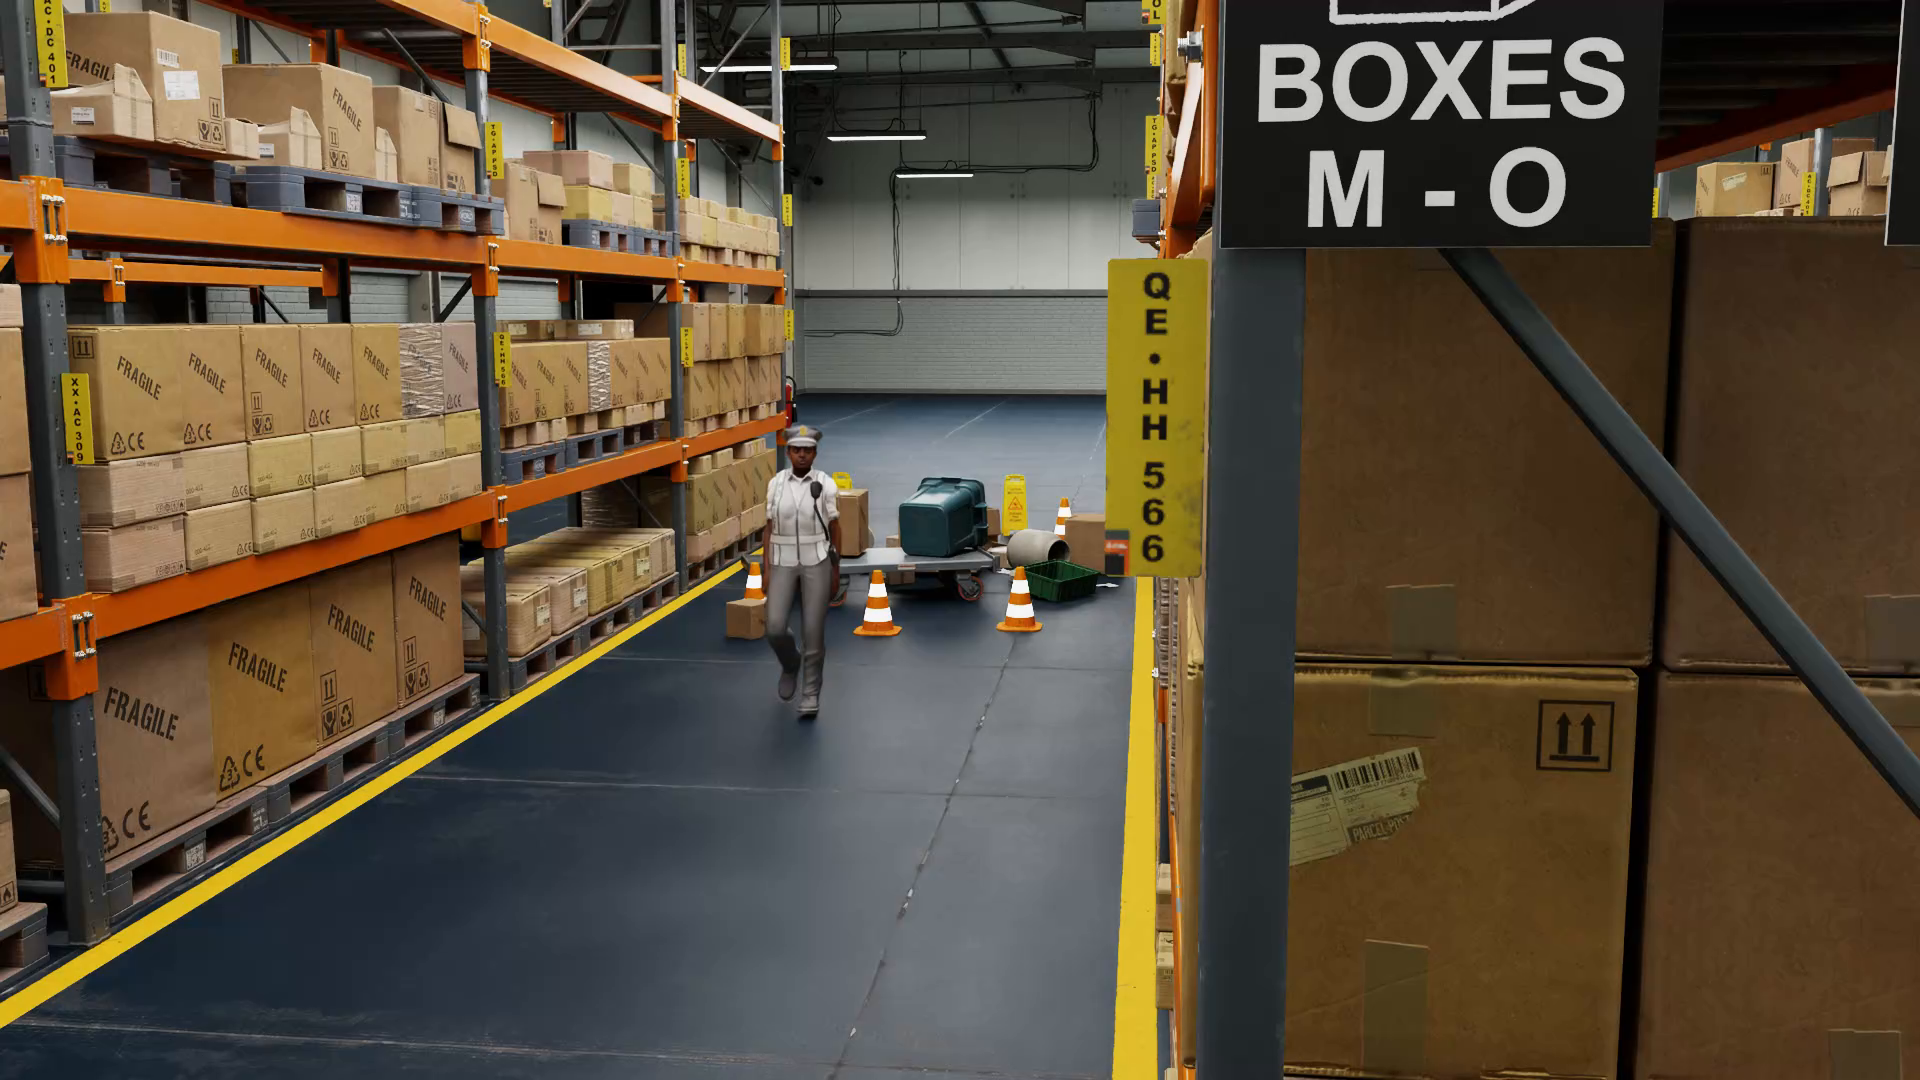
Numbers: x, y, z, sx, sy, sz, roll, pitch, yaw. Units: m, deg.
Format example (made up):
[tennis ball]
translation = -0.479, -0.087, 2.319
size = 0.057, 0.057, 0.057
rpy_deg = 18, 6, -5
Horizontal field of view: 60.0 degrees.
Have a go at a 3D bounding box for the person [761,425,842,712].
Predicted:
[person]
translation = -0.934, 0.162, 9.774
size = 0.476, 1.683, 0.467
rpy_deg = 0, 8, 2
